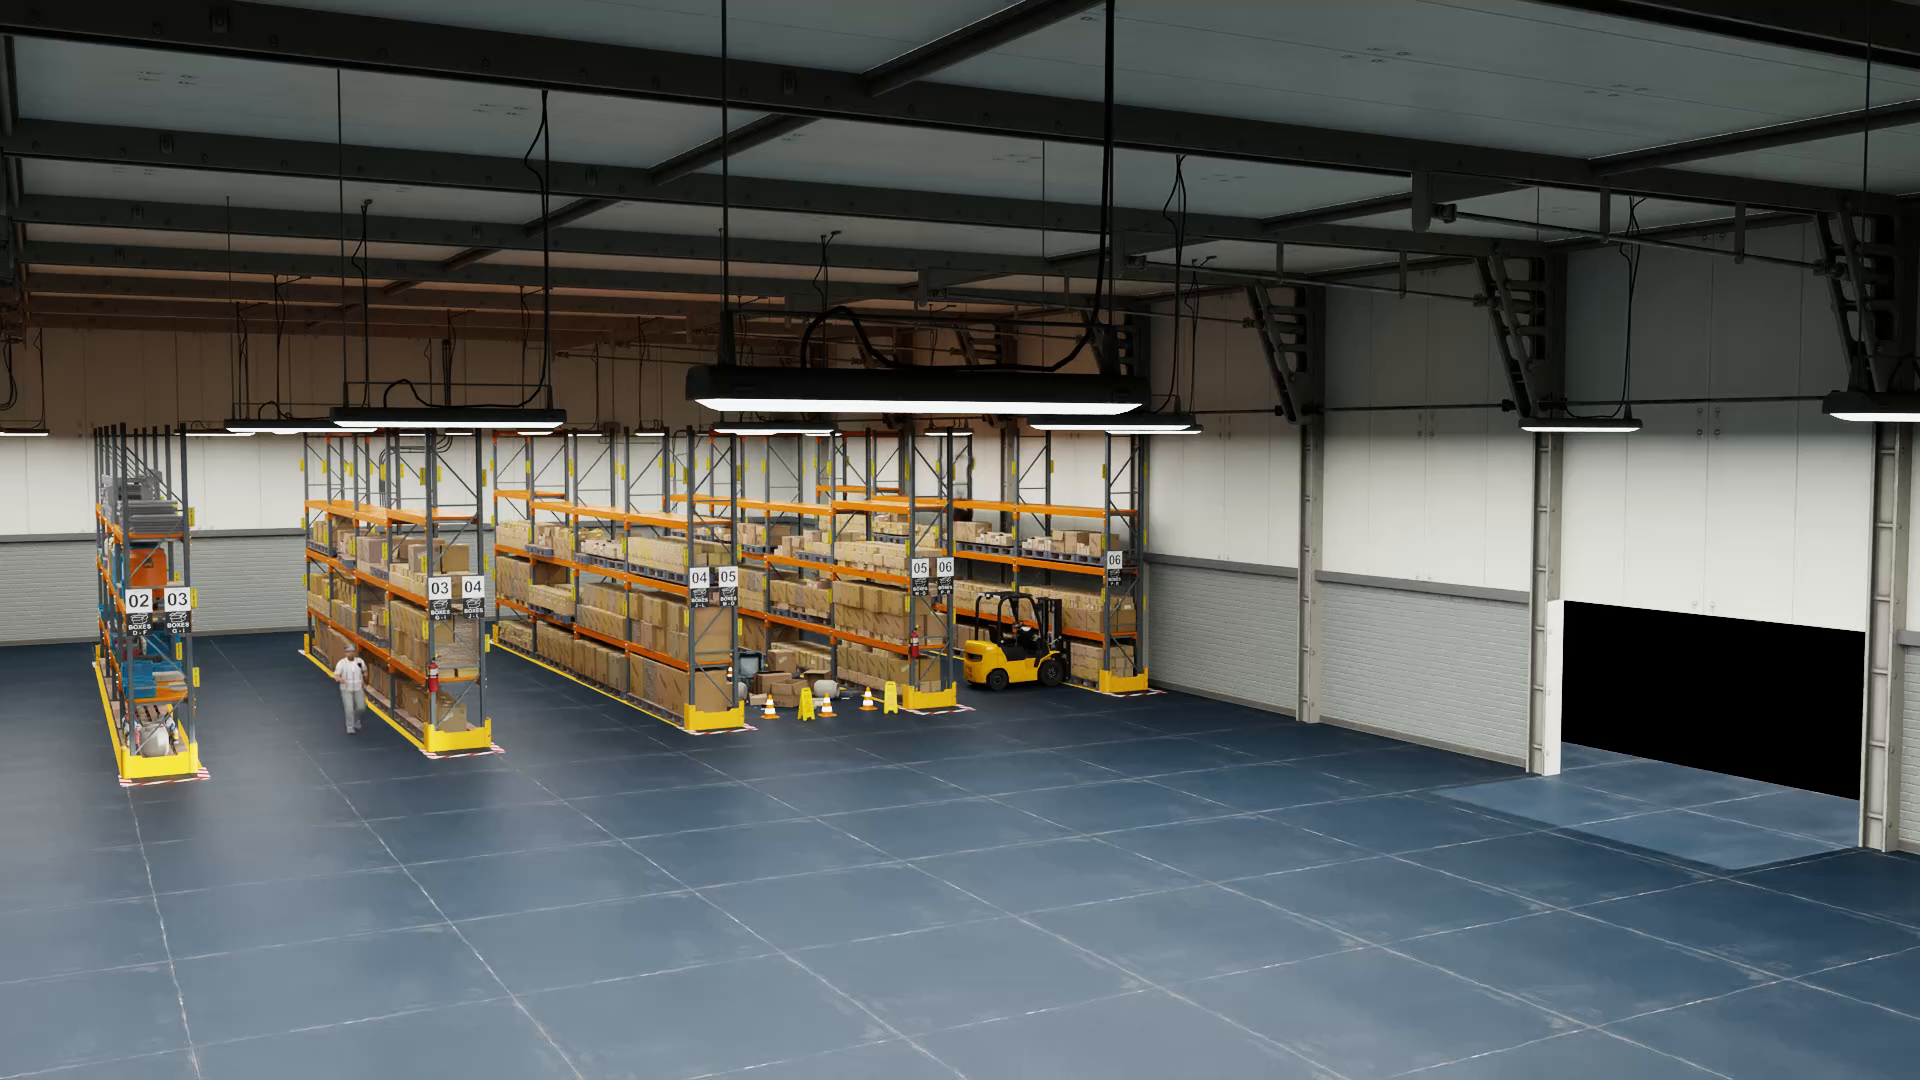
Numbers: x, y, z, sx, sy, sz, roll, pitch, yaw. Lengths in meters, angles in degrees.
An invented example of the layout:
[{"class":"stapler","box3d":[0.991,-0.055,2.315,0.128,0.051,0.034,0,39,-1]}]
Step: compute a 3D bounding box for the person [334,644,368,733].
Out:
[{"class":"person","box3d":[-11.807,2.889,32.331,0.654,1.735,0.609,-2,4,-32]}]
